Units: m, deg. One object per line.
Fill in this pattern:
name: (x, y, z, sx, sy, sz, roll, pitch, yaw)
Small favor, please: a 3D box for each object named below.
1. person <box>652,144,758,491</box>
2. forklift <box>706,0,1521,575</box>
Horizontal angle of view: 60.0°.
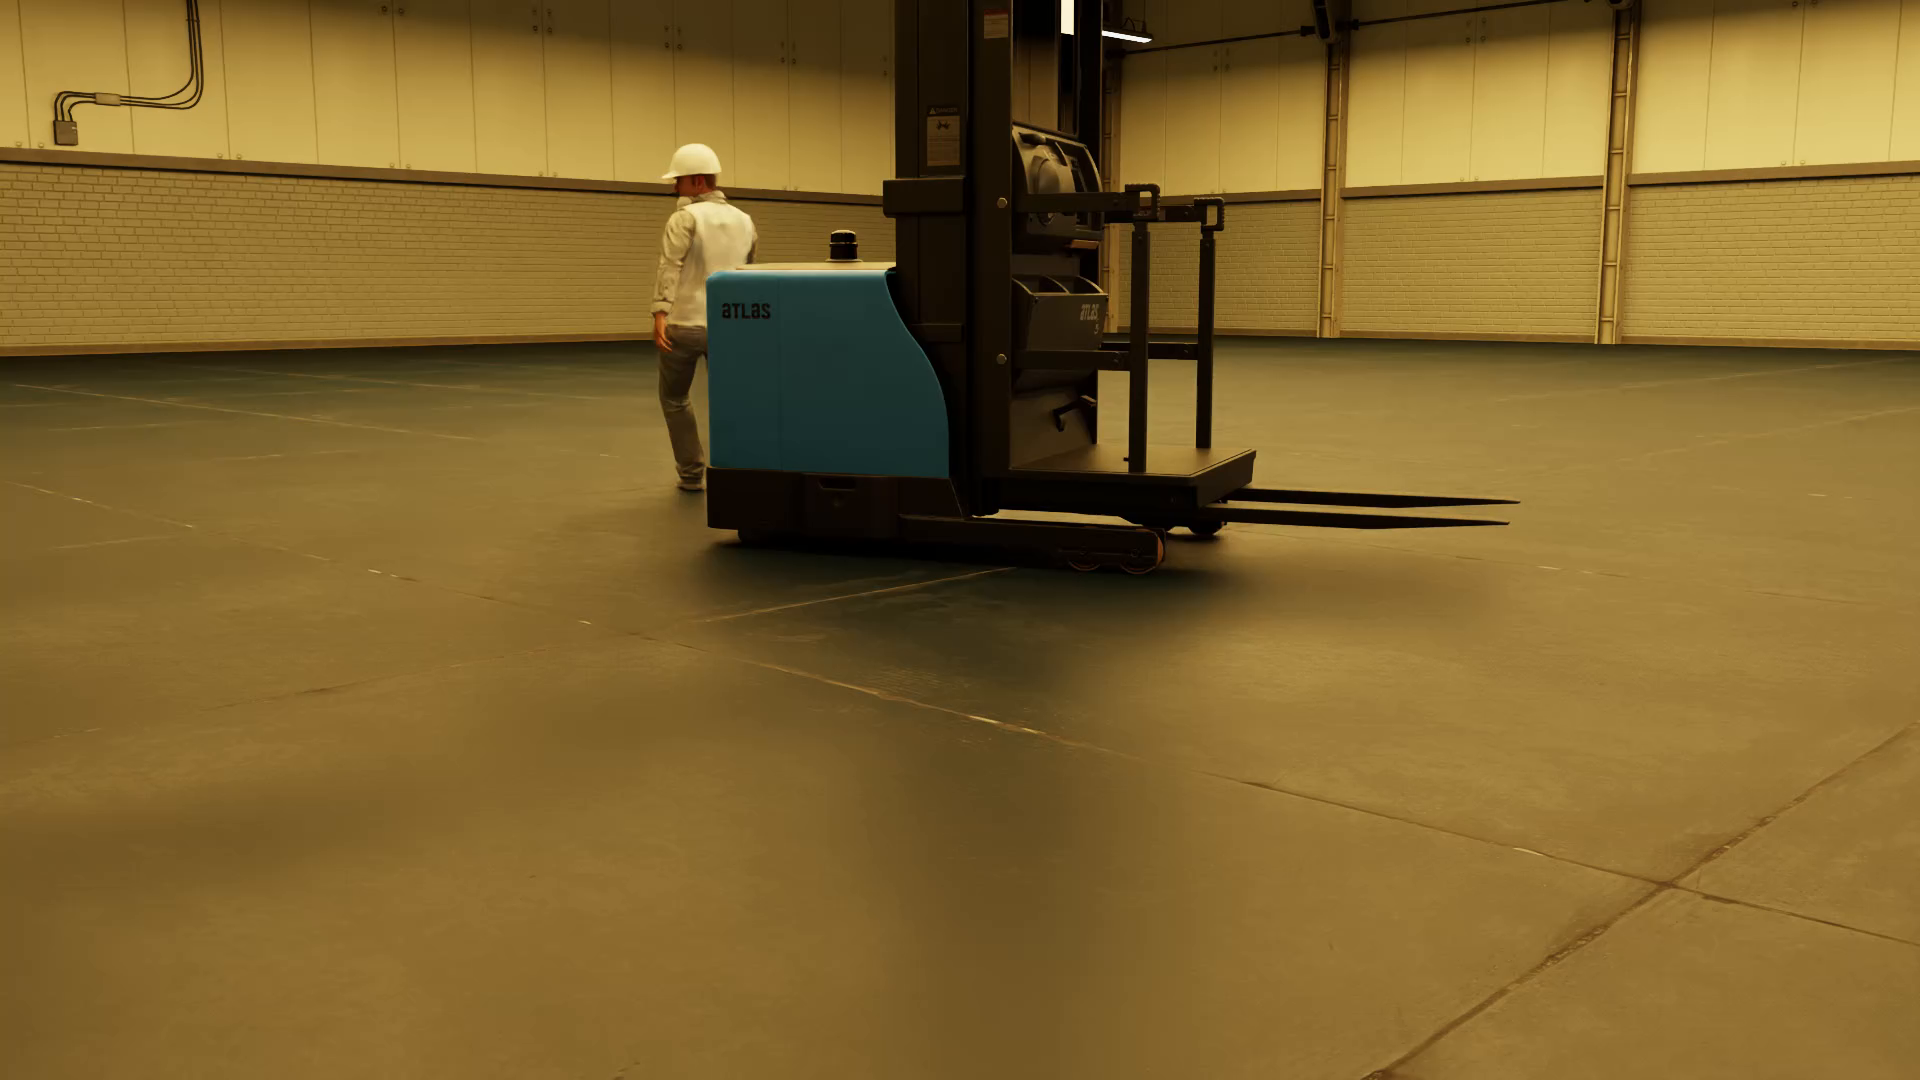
person: (-1.282, -1.074, 8.172, 0.624, 1.702, 0.714, -4, 10, -26)
forklift: (0.565, -1.416, 6.275, 3.031, 2.935, 1.130, 3, 9, 22)
